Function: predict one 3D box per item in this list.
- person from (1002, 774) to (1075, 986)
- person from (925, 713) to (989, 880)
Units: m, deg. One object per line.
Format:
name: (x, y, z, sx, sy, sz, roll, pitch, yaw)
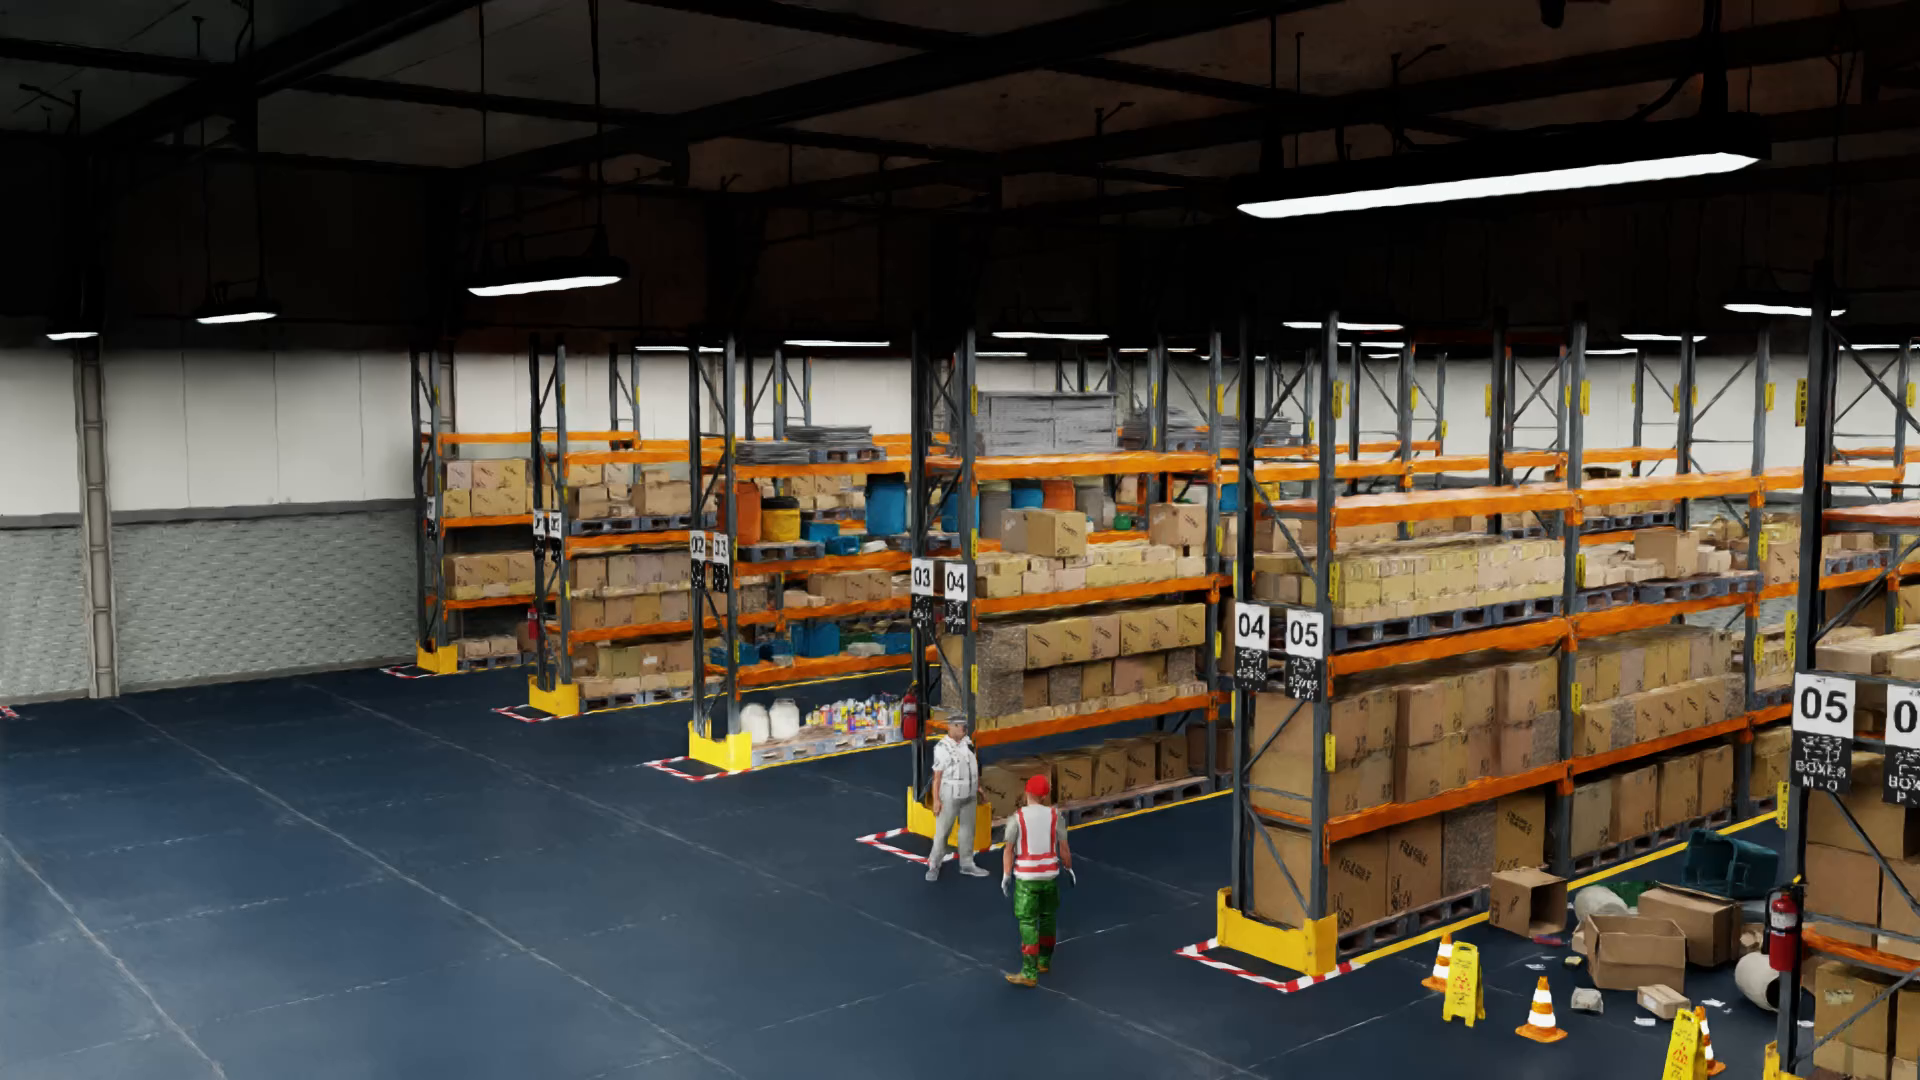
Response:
person: (0.680, 2.919, 14.520, 0.670, 1.785, 0.594, -2, 6, -20)
person: (-0.035, 2.671, 17.455, 0.514, 1.747, 0.725, 5, 7, 44)
